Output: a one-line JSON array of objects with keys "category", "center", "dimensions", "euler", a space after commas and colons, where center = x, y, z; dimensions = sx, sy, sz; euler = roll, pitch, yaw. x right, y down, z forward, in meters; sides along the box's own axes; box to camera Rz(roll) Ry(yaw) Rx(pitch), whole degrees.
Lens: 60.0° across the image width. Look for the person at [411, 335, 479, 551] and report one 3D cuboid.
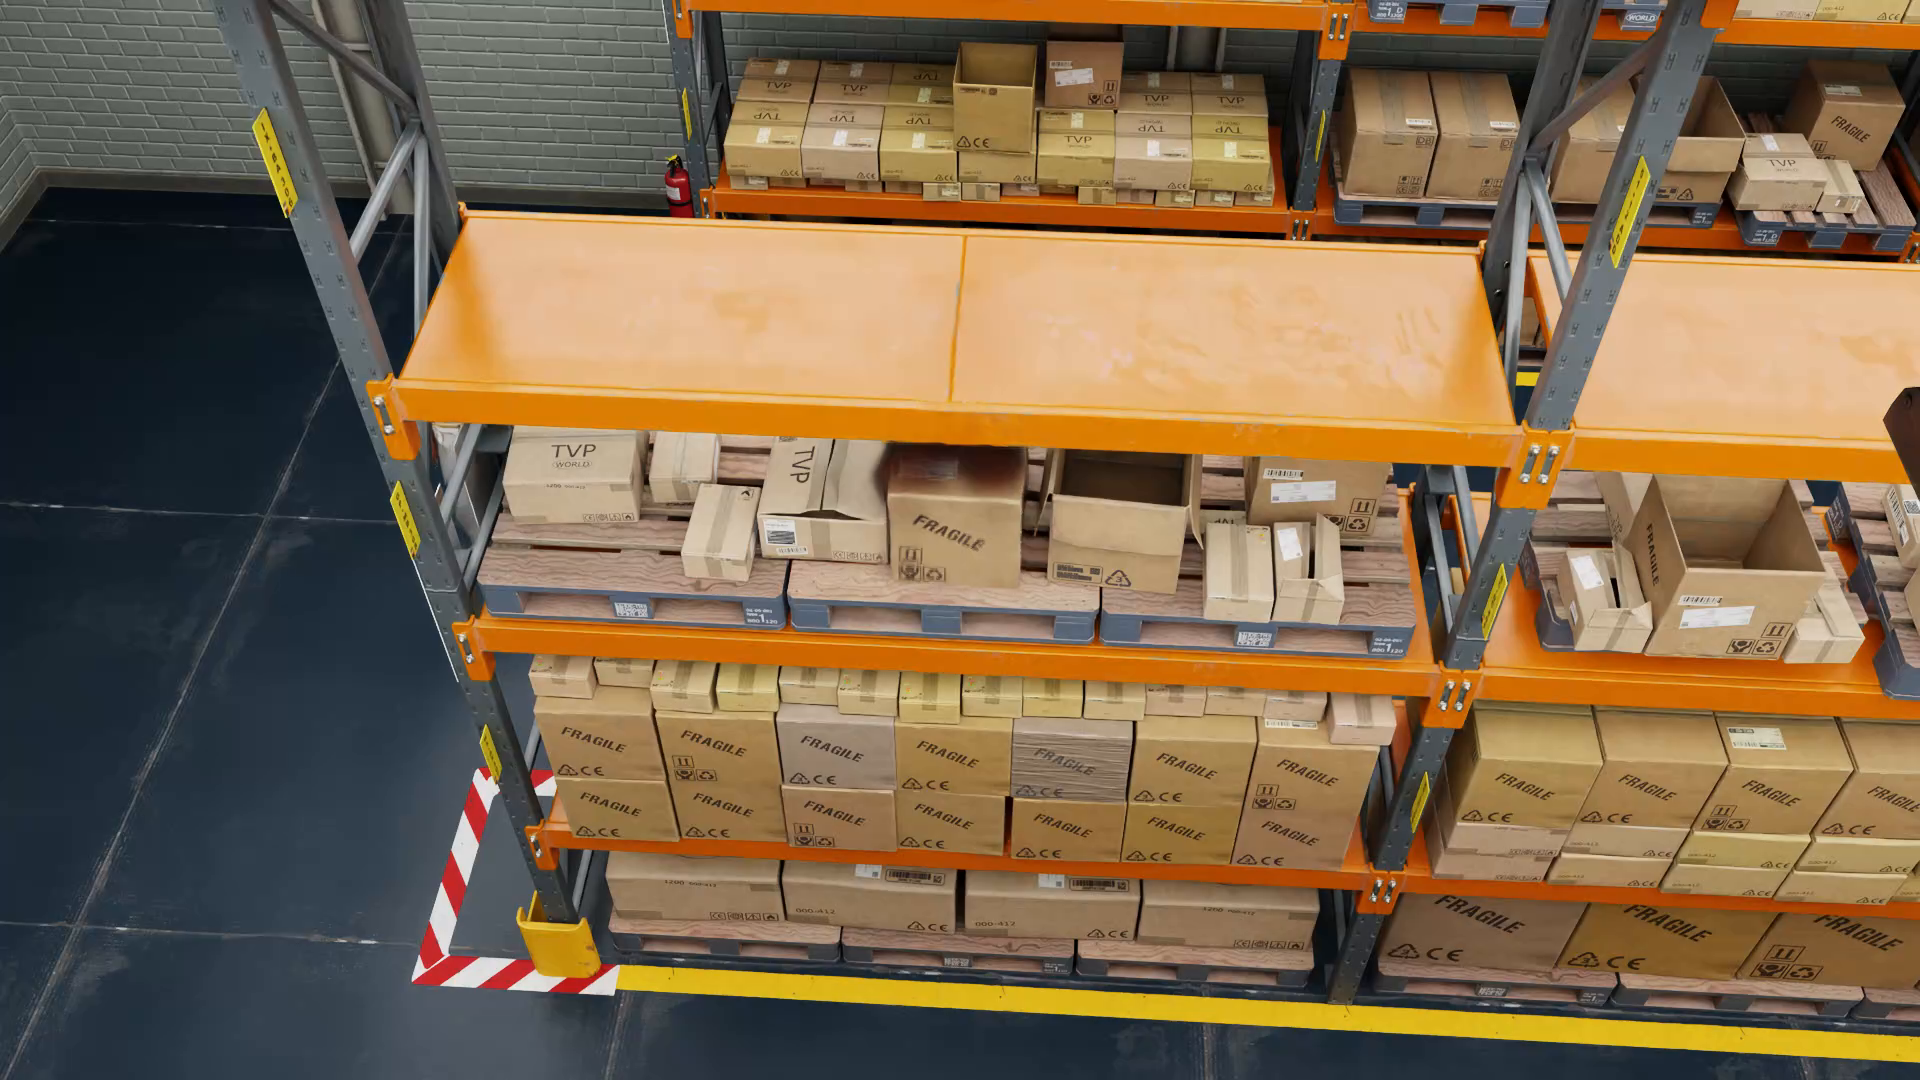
[{"category": "person", "center": [-2.897, -0.614, 9.842], "dimensions": [0.525, 1.691, 0.795], "euler": [2, 48, 2]}]
